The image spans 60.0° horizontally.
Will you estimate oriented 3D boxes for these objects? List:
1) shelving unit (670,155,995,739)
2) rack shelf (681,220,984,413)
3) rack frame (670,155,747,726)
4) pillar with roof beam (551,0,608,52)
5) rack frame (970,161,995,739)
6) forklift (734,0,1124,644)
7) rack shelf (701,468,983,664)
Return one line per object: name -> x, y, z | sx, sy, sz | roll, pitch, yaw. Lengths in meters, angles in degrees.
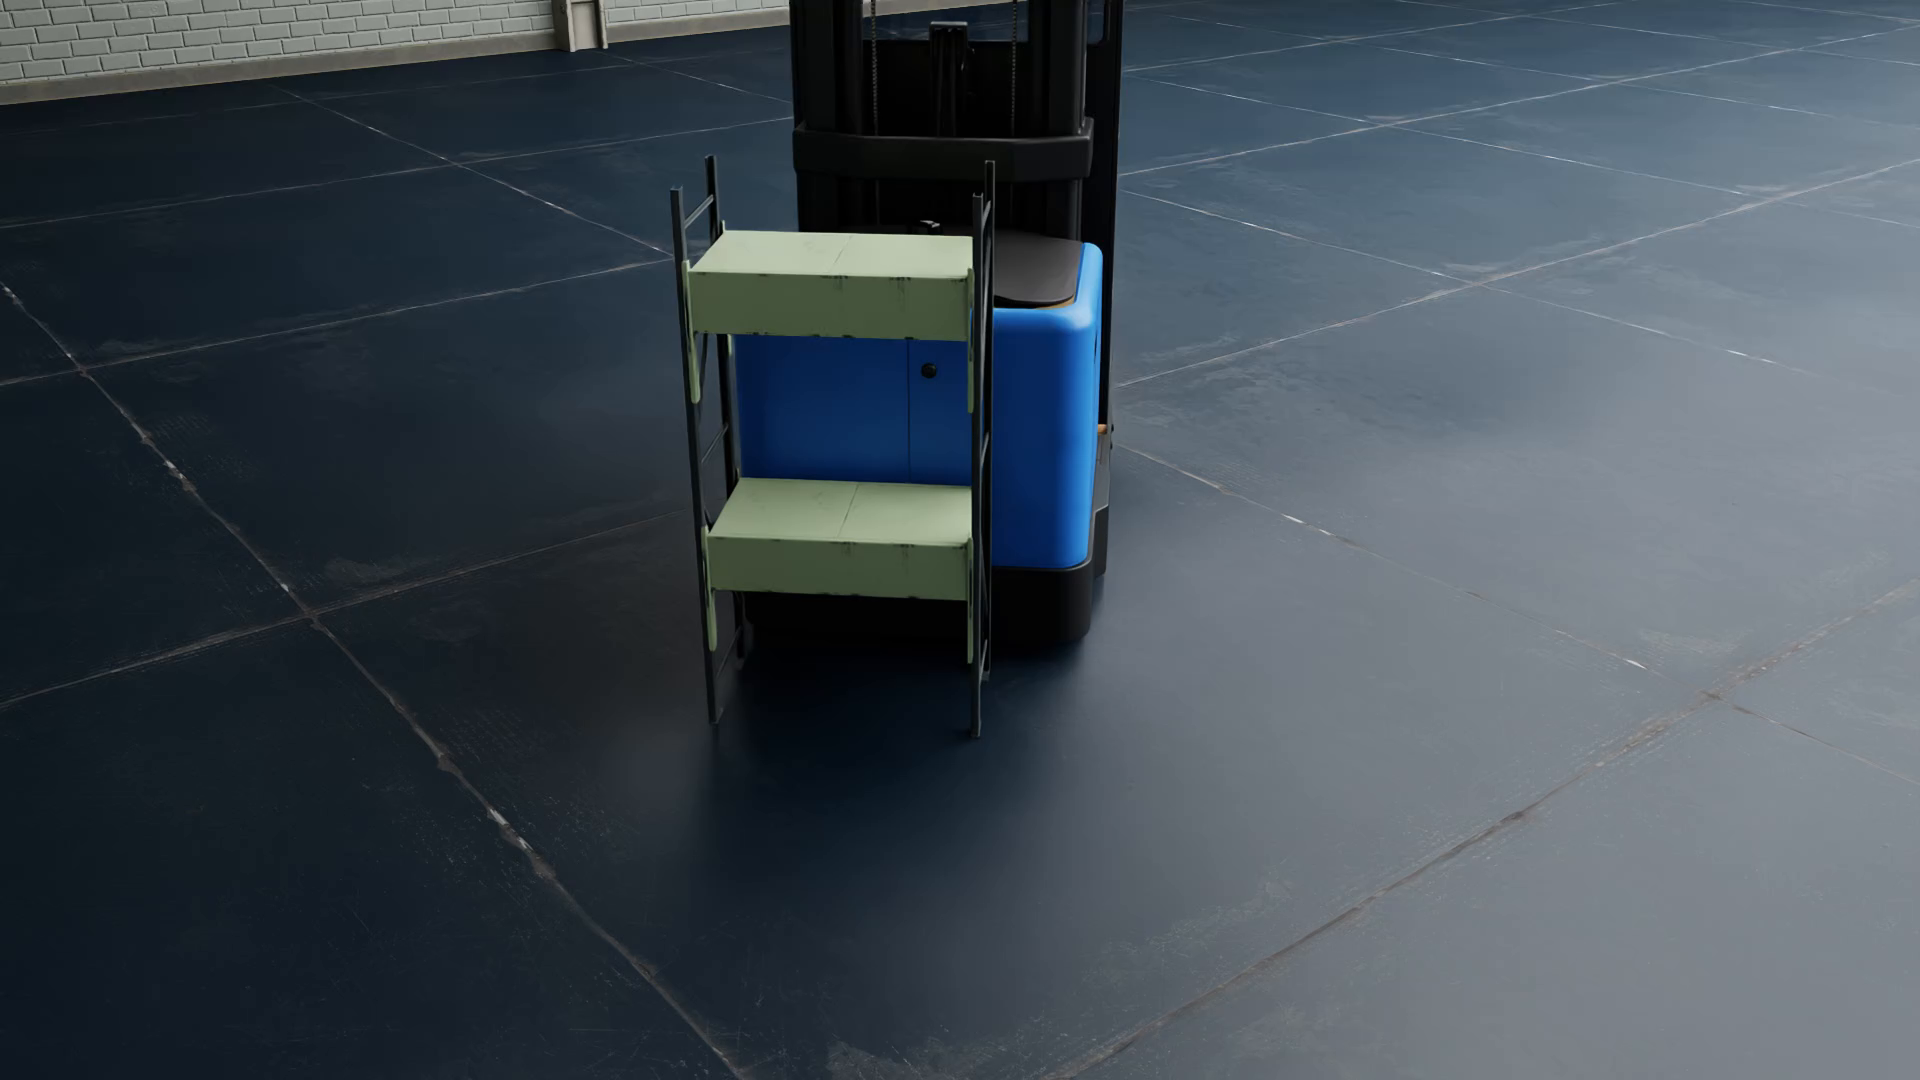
shelving unit -> -0.305, -0.232, 4.468 | 0.755, 1.500, 0.431 | 2, 25, 5
rack shelf -> -0.305, -0.586, 4.304 | 0.720, 0.370, 0.431 | 2, 25, 5
rack frame -> -0.669, -0.247, 4.500 | 0.023, 1.500, 0.400 | 2, 25, 5
pillar with roof beam -> -0.950, -7.351, 10.900 | 0.400, 9.000, 9.100 | -18, 31, -34
rack frame -> 0.059, -0.217, 4.437 | 0.023, 1.500, 0.400 | 2, 25, 5
forklift -> 0.015, -1.610, 5.737 | 1.130, 2.935, 3.031 | 3, 25, 5
rack shelf -> -0.305, 0.064, 4.606 | 0.720, 0.370, 0.431 | 2, 25, 5
